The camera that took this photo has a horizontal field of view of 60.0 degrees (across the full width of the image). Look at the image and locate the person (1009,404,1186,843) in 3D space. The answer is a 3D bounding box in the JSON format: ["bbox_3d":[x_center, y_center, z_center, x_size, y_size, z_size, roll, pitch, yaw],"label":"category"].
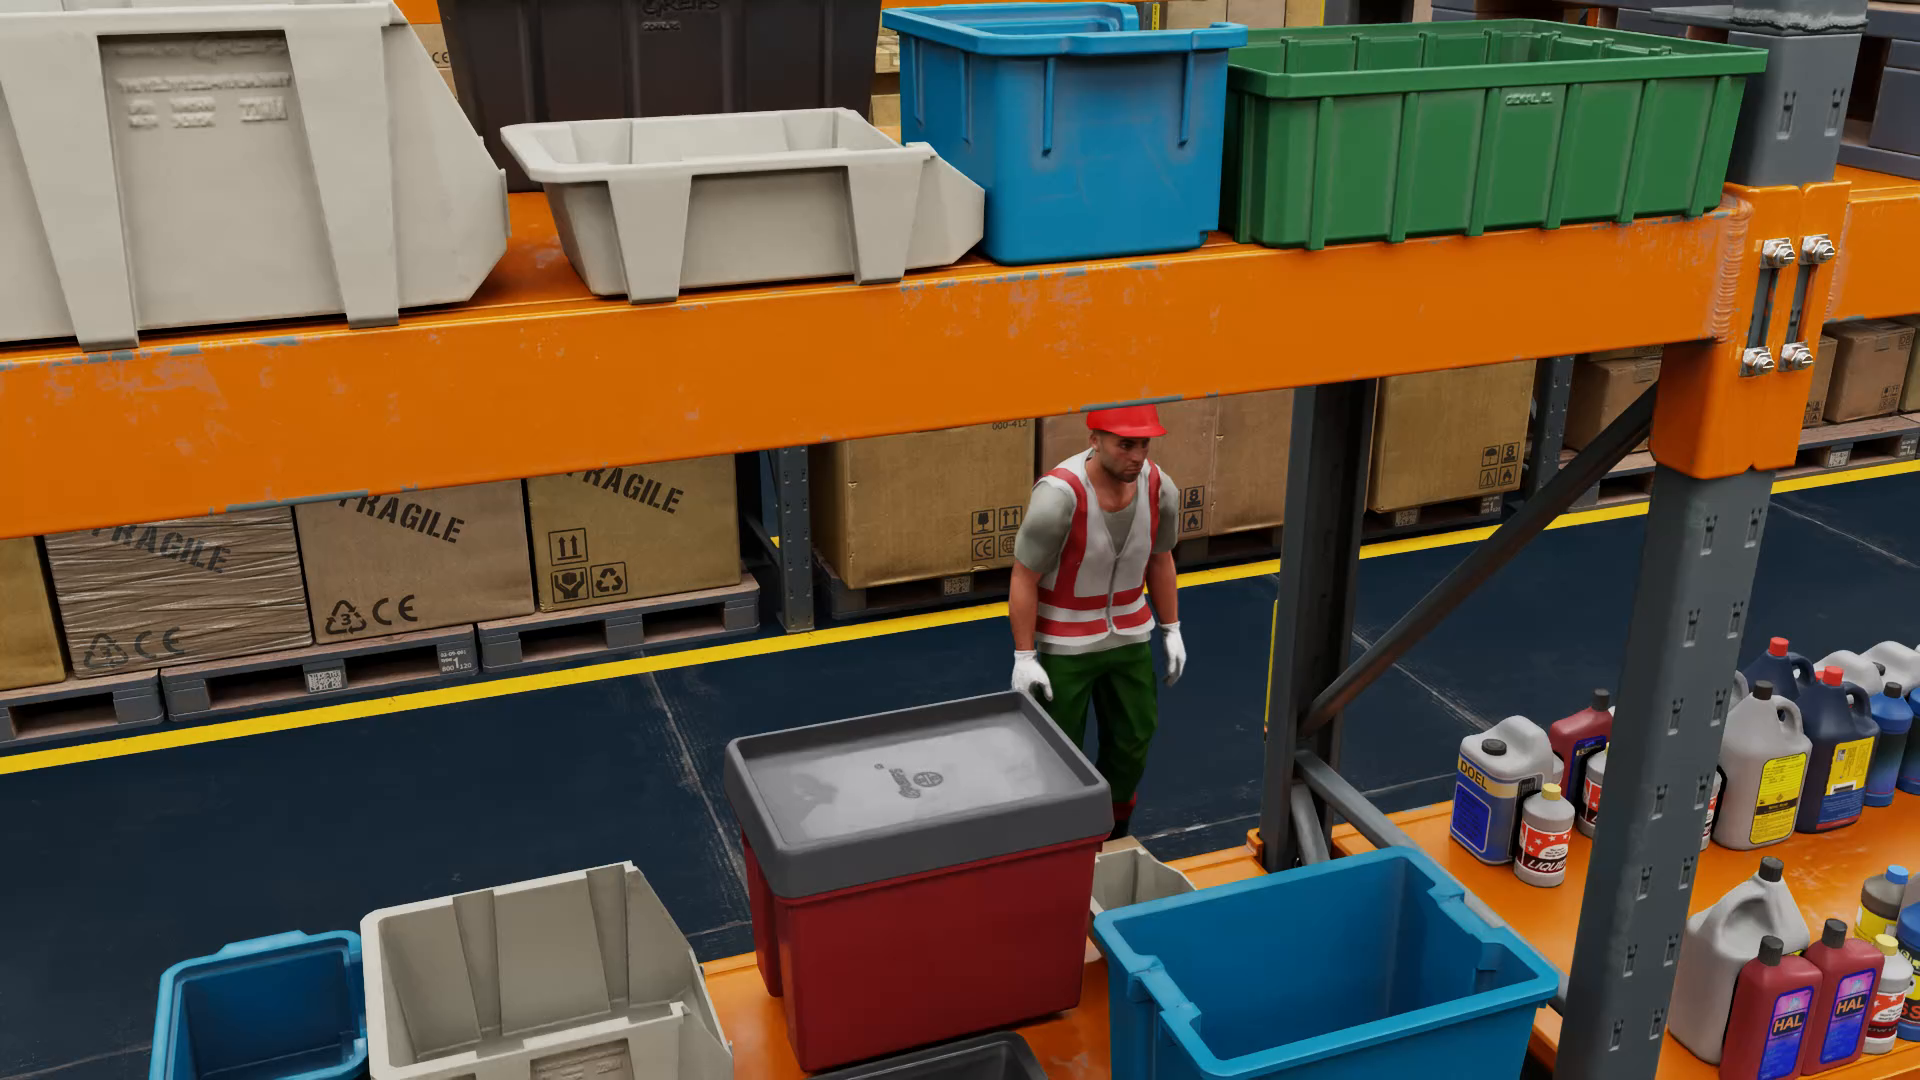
[{"bbox_3d":[0.435,0.349,5.222,0.620,1.780,0.446,-10,24,-22],"label":"person"}]
